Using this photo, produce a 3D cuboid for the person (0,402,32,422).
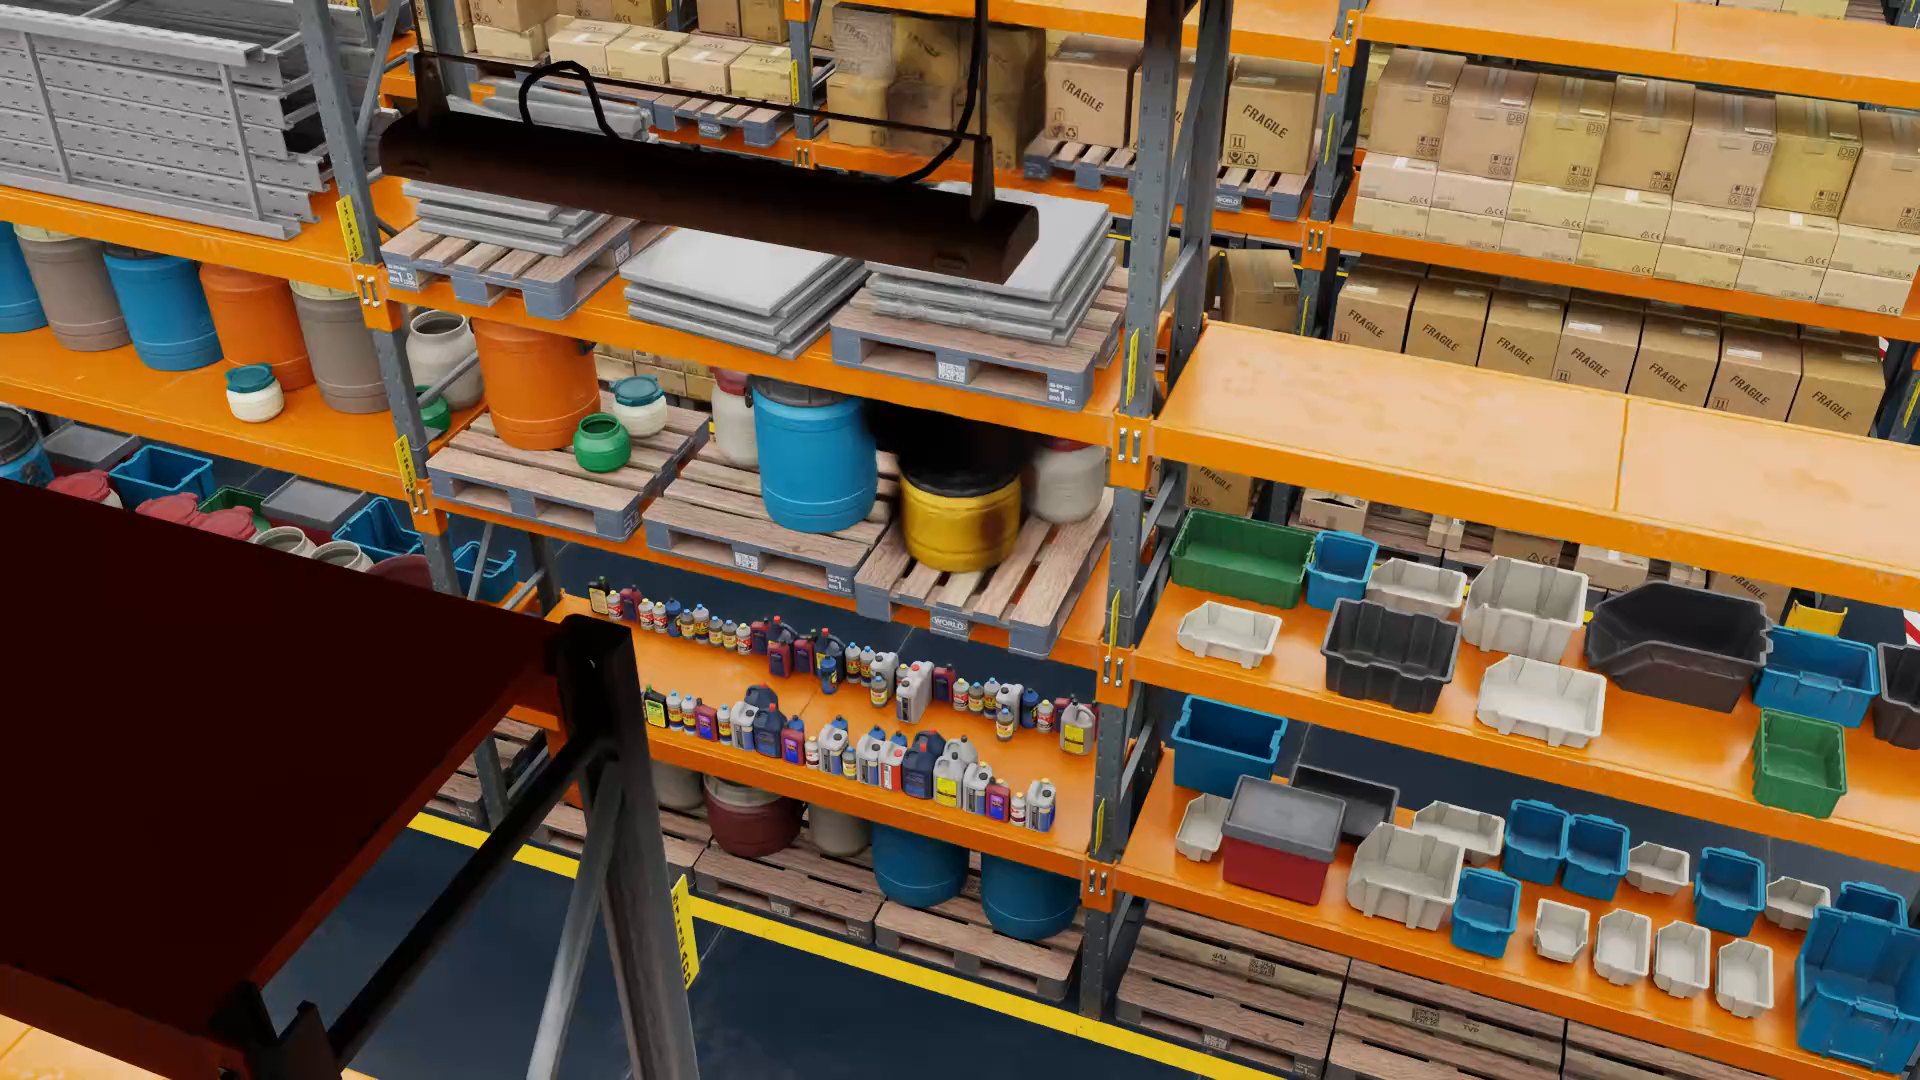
[{"bbox_3d":[-8.523,-1.474,13.912,1.135,1.773,0.658,3,37,3],"label":"person"}]
